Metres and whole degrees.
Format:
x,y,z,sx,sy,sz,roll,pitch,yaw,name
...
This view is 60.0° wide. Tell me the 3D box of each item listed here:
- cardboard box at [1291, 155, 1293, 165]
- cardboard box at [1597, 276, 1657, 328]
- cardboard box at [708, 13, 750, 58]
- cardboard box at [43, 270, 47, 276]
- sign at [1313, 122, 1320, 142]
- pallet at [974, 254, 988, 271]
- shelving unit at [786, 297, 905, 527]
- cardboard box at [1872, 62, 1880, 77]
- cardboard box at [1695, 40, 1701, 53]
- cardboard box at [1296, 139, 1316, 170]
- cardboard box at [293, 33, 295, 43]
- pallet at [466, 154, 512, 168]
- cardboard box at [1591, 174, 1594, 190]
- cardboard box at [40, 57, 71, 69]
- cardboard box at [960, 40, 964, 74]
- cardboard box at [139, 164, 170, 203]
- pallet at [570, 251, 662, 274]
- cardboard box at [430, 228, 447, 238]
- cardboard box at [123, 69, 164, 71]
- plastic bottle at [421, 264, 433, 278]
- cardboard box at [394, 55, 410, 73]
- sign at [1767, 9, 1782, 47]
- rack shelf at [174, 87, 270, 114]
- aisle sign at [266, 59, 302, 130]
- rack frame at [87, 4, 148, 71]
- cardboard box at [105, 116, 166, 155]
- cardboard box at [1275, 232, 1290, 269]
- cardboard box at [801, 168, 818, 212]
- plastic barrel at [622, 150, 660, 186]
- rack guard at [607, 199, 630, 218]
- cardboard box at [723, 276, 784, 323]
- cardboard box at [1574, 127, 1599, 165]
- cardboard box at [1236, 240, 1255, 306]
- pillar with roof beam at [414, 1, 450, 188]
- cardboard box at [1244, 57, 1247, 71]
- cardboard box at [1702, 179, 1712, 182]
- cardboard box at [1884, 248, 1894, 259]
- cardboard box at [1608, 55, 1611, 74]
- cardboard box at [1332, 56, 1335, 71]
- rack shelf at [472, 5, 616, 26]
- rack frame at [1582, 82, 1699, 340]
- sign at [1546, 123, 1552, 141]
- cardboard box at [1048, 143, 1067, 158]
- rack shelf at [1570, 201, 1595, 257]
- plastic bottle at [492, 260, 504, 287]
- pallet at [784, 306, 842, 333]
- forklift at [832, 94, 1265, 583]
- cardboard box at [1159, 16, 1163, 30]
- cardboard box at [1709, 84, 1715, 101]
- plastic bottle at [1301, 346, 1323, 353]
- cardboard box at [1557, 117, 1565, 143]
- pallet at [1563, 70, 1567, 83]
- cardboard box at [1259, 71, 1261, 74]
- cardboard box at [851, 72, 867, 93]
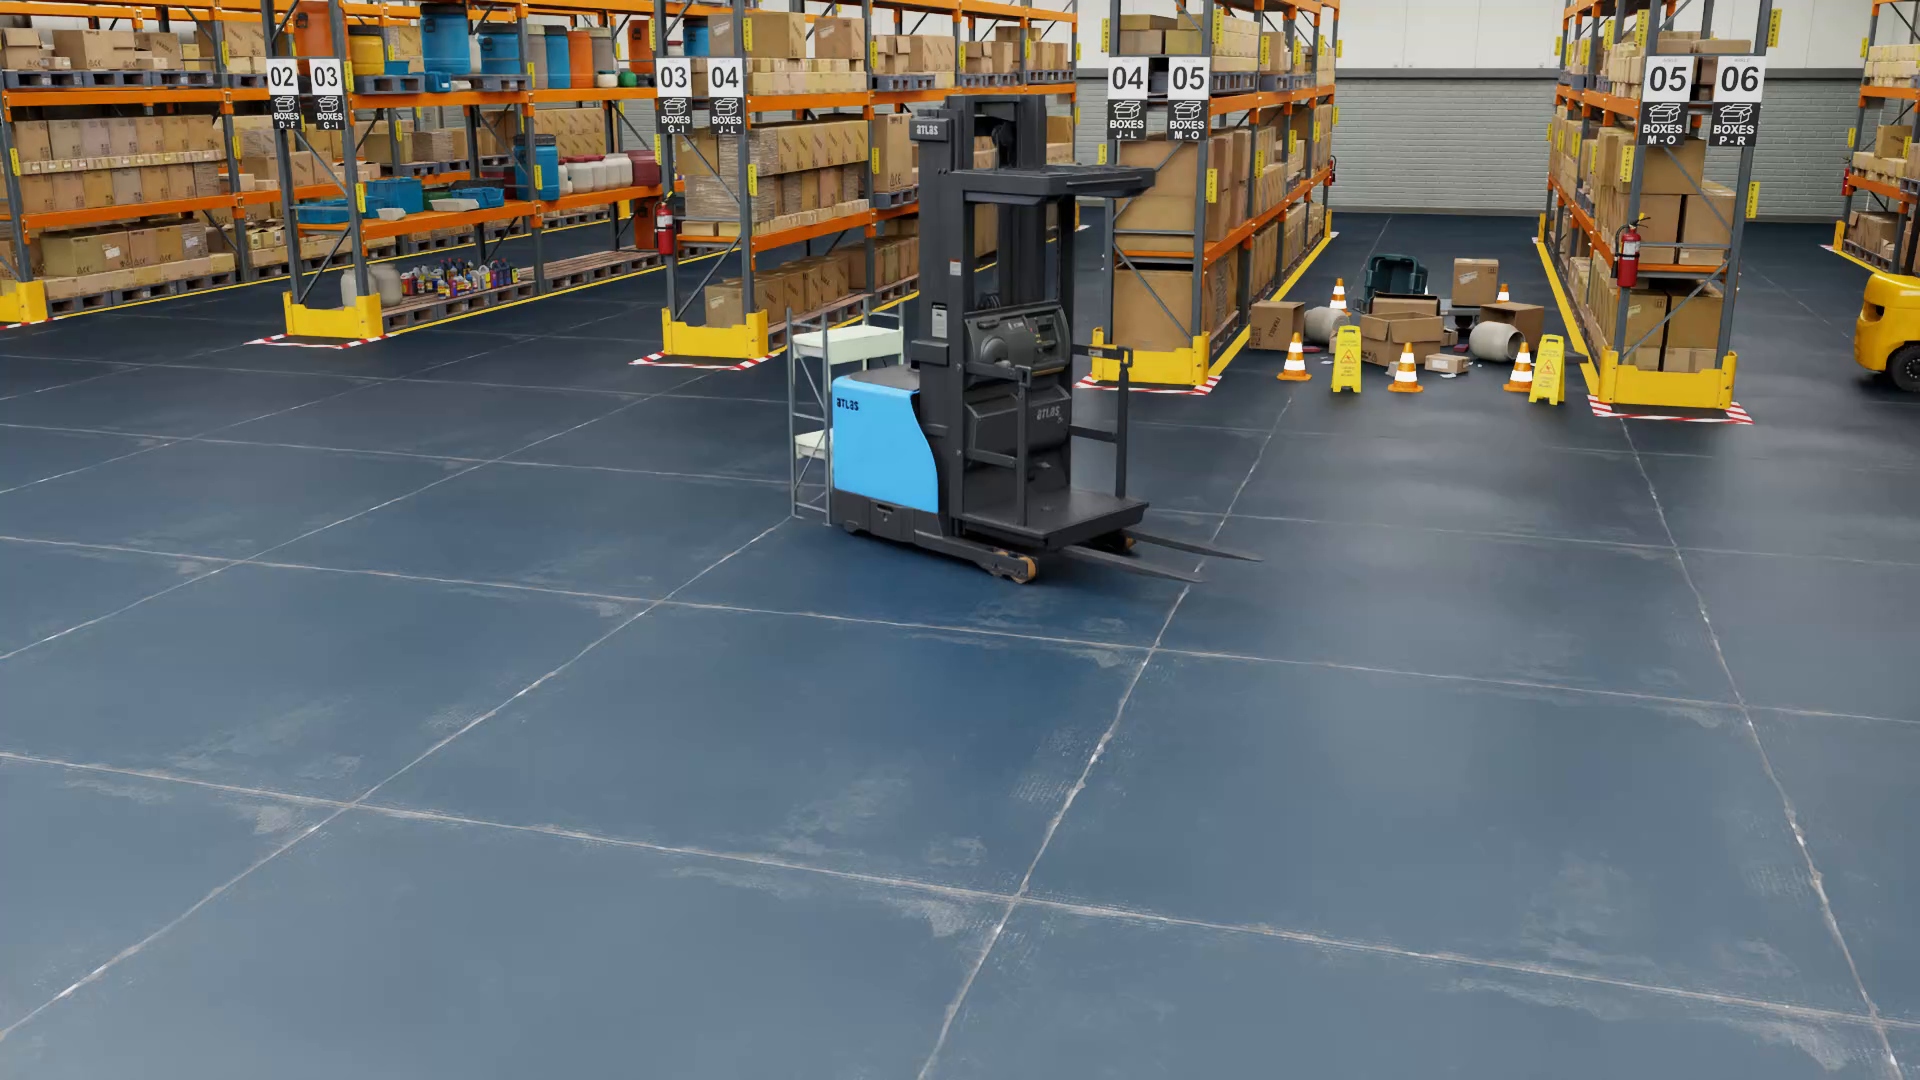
x,y,z,sx,sy,sz,roll,pitch,yaw,name
4.930,-5.868,25.666,0.380,0.149,0.250,4,16,15,cardboard box
7.010,-2.483,17.483,0.500,0.500,0.500,4,16,15,cardboard box
-2.567,-5.814,19.188,0.500,0.500,0.500,5,16,16,cardboard box
-12.262,-3.457,22.290,0.500,0.250,0.500,5,16,16,cardboard box
5.906,-6.757,27.534,0.100,0.325,0.005,5,16,16,sign
-0.195,-4.466,26.687,1.003,0.211,1.213,5,16,16,pallet
-0.799,-0.927,11.849,0.431,1.500,0.755,14,21,41,shelving unit
15.531,-7.832,27.677,0.500,0.250,0.500,5,17,17,cardboard box
7.090,-4.595,15.536,0.380,0.149,0.250,5,16,16,cardboard box
5.755,-6.543,28.174,0.500,0.500,0.500,4,16,15,cardboard box
-13.130,-9.952,33.371,0.500,0.500,0.500,4,16,15,cardboard box
-9.183,-7.129,31.320,1.003,0.211,1.213,5,16,16,pallet
8.077,-4.588,20.510,0.500,0.500,0.500,5,17,18,cardboard box
-11.758,-6.169,21.518,0.380,0.149,0.250,5,16,16,cardboard box
-0.387,-7.467,25.701,0.797,0.503,0.637,6,17,19,cardboard box
-11.535,-4.992,23.247,0.700,0.500,0.500,5,17,17,cardboard box
-5.497,-4.450,26.630,1.003,0.211,1.213,5,16,16,pallet
-9.441,-5.619,29.419,0.500,0.500,0.500,4,16,14,cardboard box
-14.658,-8.591,29.634,0.700,0.500,0.500,3,16,12,cardboard box
-7.178,-3.542,22.368,0.144,0.351,0.185,4,16,15,plastic bottle
-9.896,-7.984,28.300,0.910,0.500,0.500,5,16,16,cardboard box
7.257,-4.567,14.834,0.100,0.325,0.005,5,16,16,sign
-10.556,-6.950,26.156,1.077,0.370,4.000,5,16,16,rack shelf
-7.818,-5.153,19.235,0.394,0.787,0.004,5,16,16,aisle sign
-14.738,-9.645,28.844,1.000,3.000,0.127,5,16,16,rack frame
-11.530,-5.622,23.092,0.700,0.500,0.500,5,16,16,cardboard box
4.681,-4.360,25.017,0.500,0.500,0.500,4,16,14,cardboard box
-2.218,-4.244,20.068,0.875,0.500,0.500,5,16,16,cardboard box
-5.081,-5.911,26.424,0.600,0.536,0.708,5,16,16,plastic barrel
-7.736,-7.247,35.962,1.175,0.500,0.348,5,16,16,rack guard
-2.434,-2.834,19.637,0.500,0.500,0.500,10,18,30,cardboard box
8.907,-5.523,23.289,0.500,0.500,0.500,4,16,14,cardboard box
3.189,-3.438,21.308,1.050,0.750,0.750,5,16,16,cardboard box
-8.399,-12.178,37.773,9.100,9.000,0.400,5,16,16,pillar with roof beam
3.014,-5.336,18.655,0.380,0.149,0.250,5,17,17,cardboard box
7.703,-3.576,17.712,0.500,0.500,0.500,5,17,17,cardboard box
14.784,-4.500,26.152,0.380,0.149,0.250,4,16,14,cardboard box
8.195,-5.794,20.268,0.500,0.250,0.500,5,17,17,cardboard box
6.622,-8.760,30.578,0.500,0.250,0.500,4,16,14,cardboard box
-8.283,-10.484,33.126,1.077,0.370,4.000,5,16,16,rack shelf
7.874,-3.792,19.201,1.000,3.000,0.127,5,16,16,rack frame
10.754,-7.430,30.298,0.100,0.325,0.005,5,16,16,sign
1.754,-7.491,31.971,0.500,0.250,0.500,4,16,15,cardboard box
8.442,-3.969,21.144,1.077,0.370,4.000,5,16,16,rack shelf
-6.338,-3.641,22.716,0.144,0.351,0.185,4,16,13,plastic bottle
-2.129,-2.720,20.533,1.003,0.211,1.213,5,16,16,pallet
0.530,-1.300,10.541,3.031,2.935,1.130,14,21,41,forklift
1.878,-5.305,17.086,0.380,0.149,0.250,5,17,17,cardboard box
7.143,-4.129,15.353,0.380,0.149,0.250,5,16,16,cardboard box
3.952,-2.154,18.812,0.283,0.061,0.133,-1,16,-3,plastic bottle
10.304,-6.825,27.878,0.500,0.500,0.500,5,17,17,cardboard box
10.738,-7.817,28.056,1.003,0.211,1.213,5,16,16,pallet
4.155,-6.856,24.324,0.500,0.500,0.500,5,16,16,cardboard box
-1.507,-5.792,21.029,0.500,0.250,0.500,5,17,18,cardboard box
